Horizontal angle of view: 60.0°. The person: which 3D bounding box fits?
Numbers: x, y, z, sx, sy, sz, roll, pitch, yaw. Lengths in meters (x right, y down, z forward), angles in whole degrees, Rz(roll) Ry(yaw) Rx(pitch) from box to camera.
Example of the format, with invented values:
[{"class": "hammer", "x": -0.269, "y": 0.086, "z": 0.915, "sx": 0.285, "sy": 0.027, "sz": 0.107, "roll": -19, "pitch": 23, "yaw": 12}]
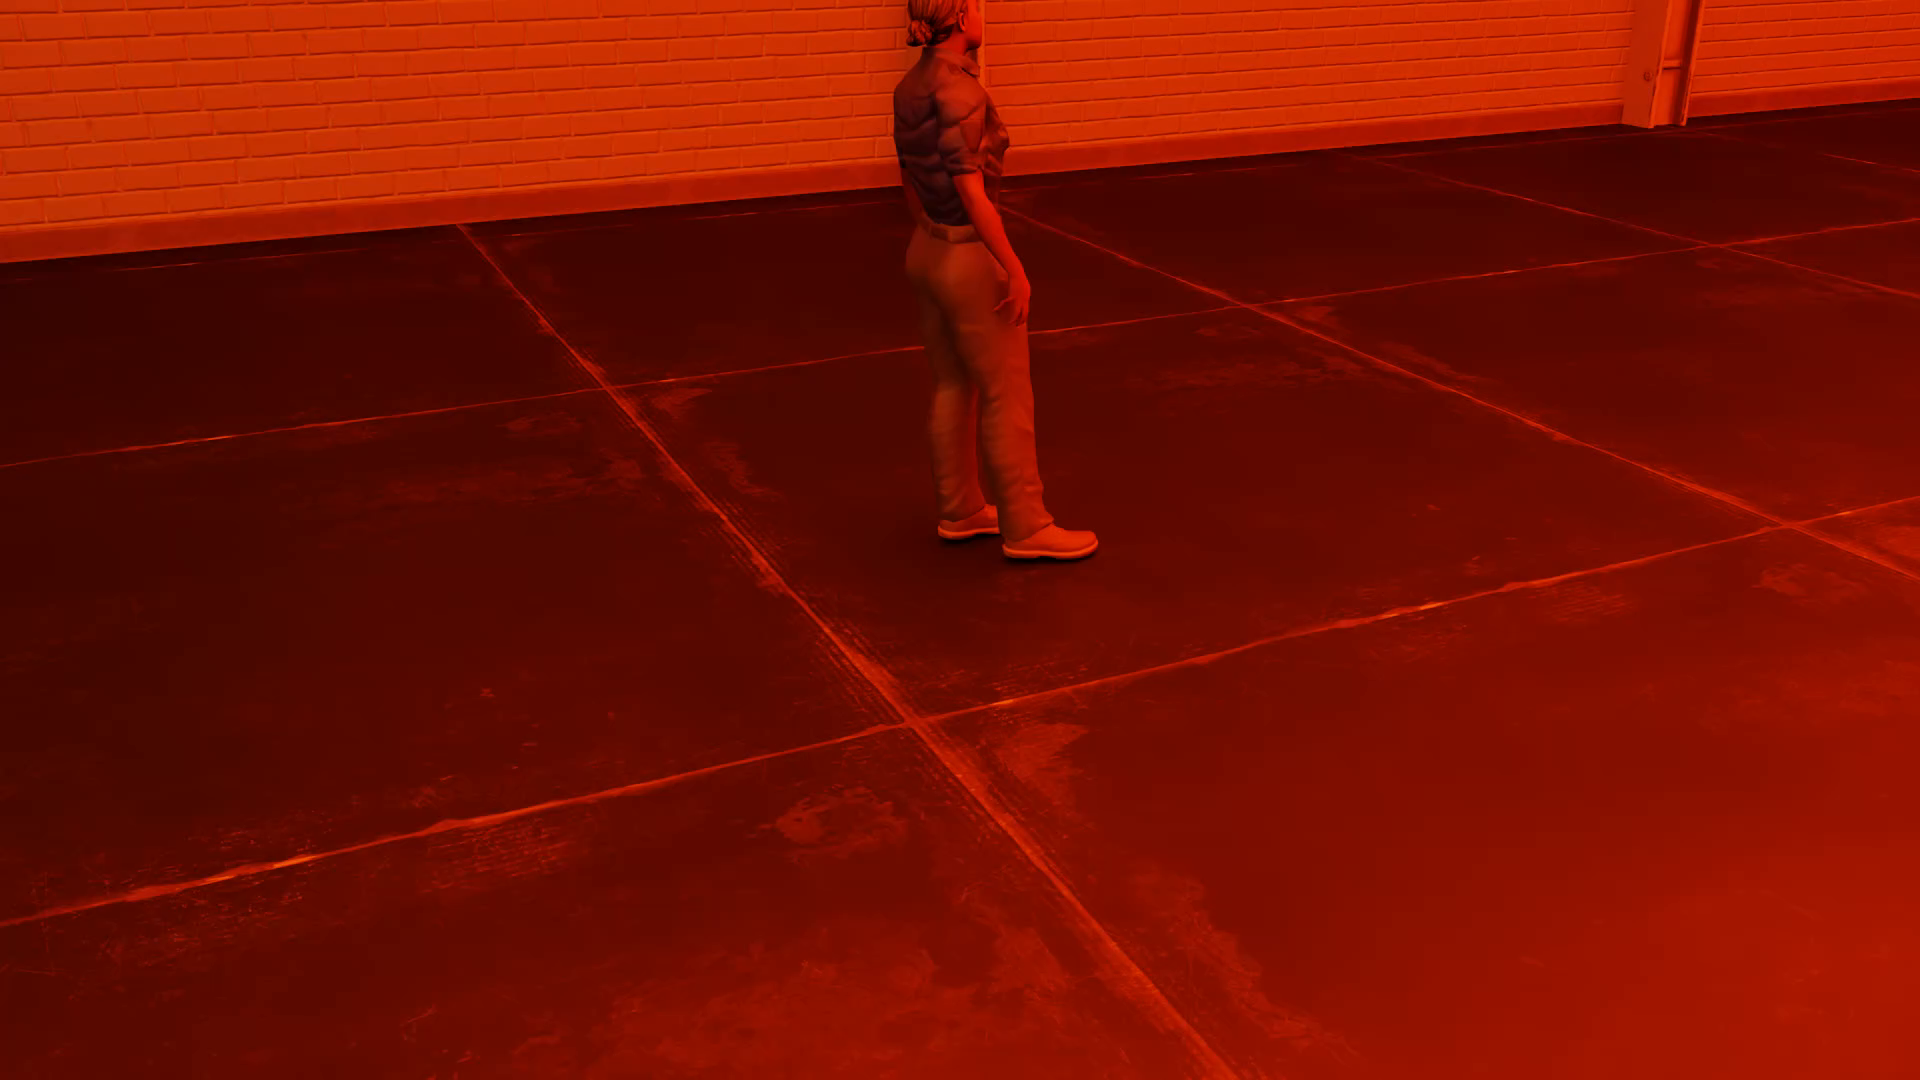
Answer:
[{"class": "person", "x": 0.088, "y": -0.778, "z": 4.804, "sx": 0.504, "sy": 1.654, "sz": 0.569, "roll": -10, "pitch": 25, "yaw": -23}]
